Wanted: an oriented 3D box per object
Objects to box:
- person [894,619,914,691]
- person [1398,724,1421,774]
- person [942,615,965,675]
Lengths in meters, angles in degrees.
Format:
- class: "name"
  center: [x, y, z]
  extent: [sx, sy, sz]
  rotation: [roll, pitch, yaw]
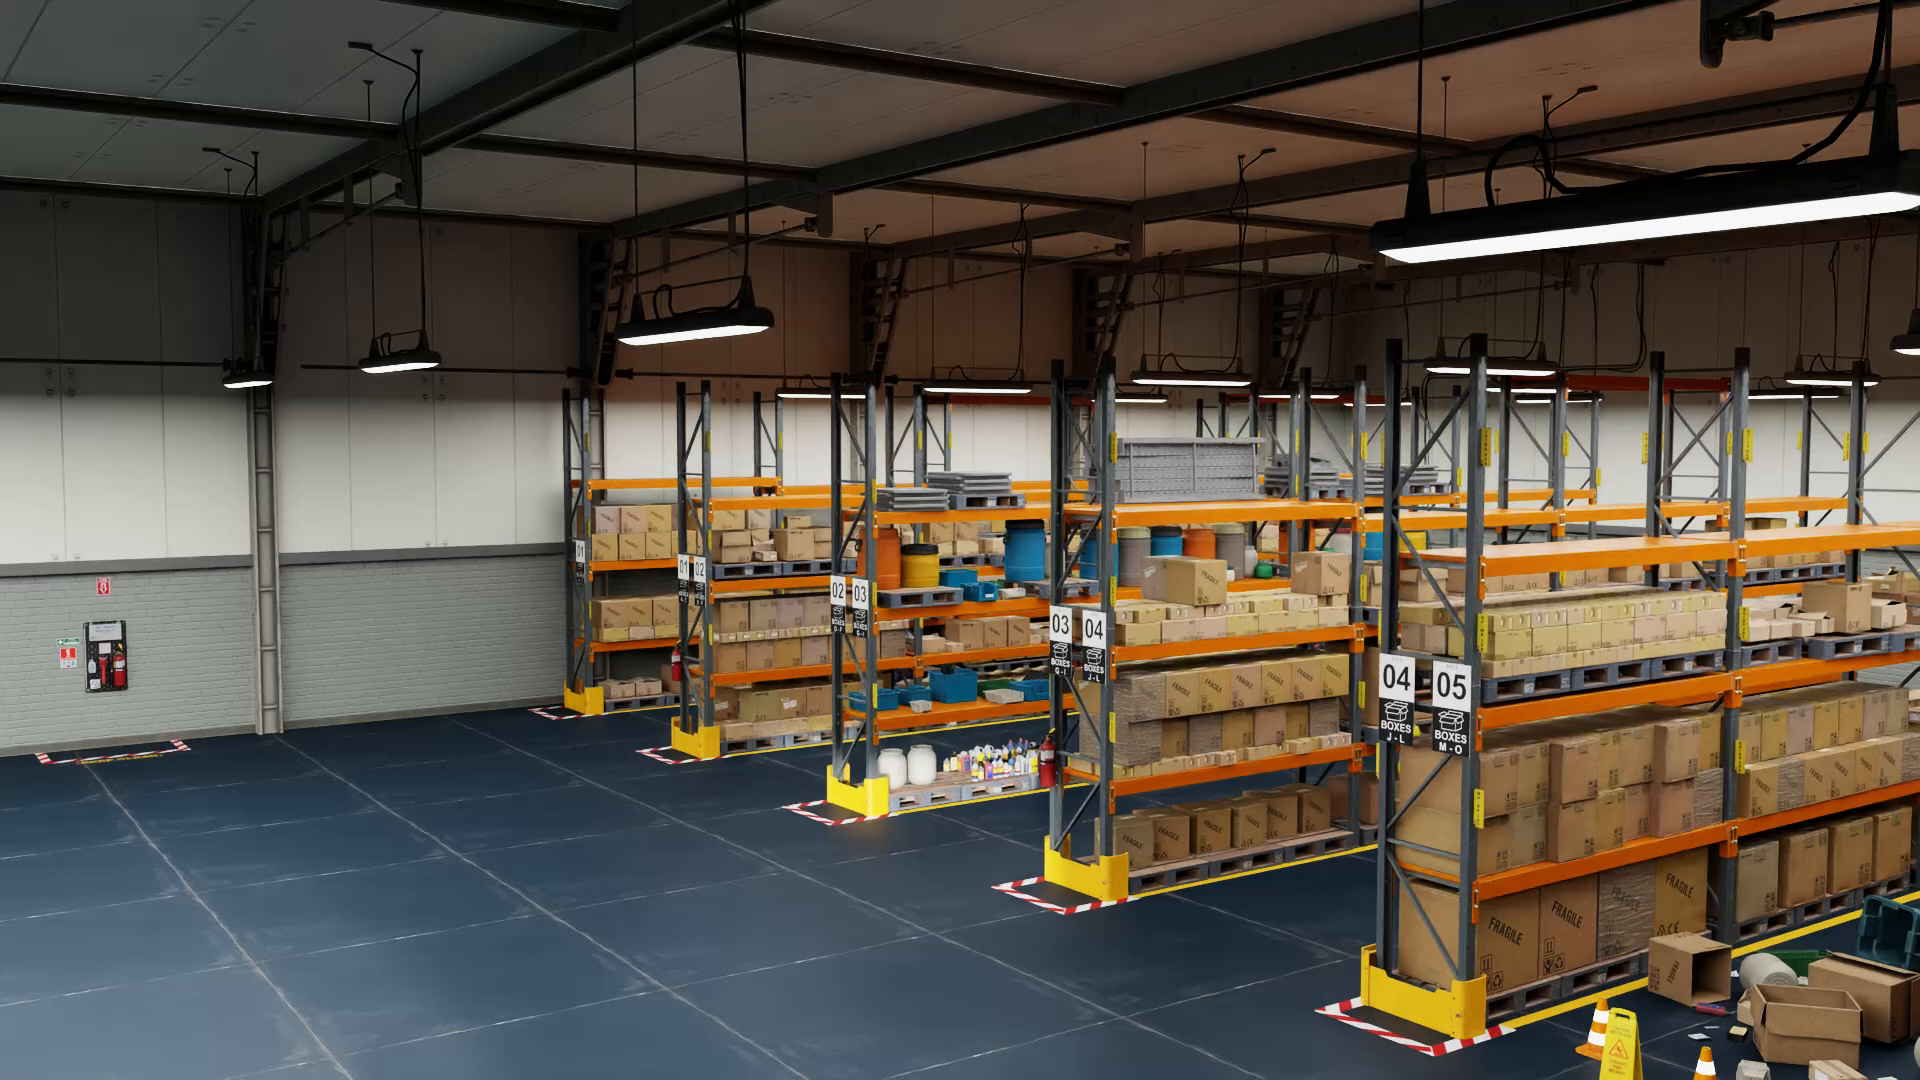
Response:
- class: "person"
  center: [-1.131, 2.260, 32.442]
  extent: [0.536, 1.638, 0.516]
  rotation: [-1, 4, -22]
- class: "person"
  center: [5.478, 3.035, 19.679]
  extent: [0.669, 1.740, 0.636]
  rotation: [-1, 4, -20]
- class: "person"
  center: [-0.167, 2.203, 33.960]
  extent: [0.994, 1.533, 0.421]
  rotation: [-3, 5, -36]
